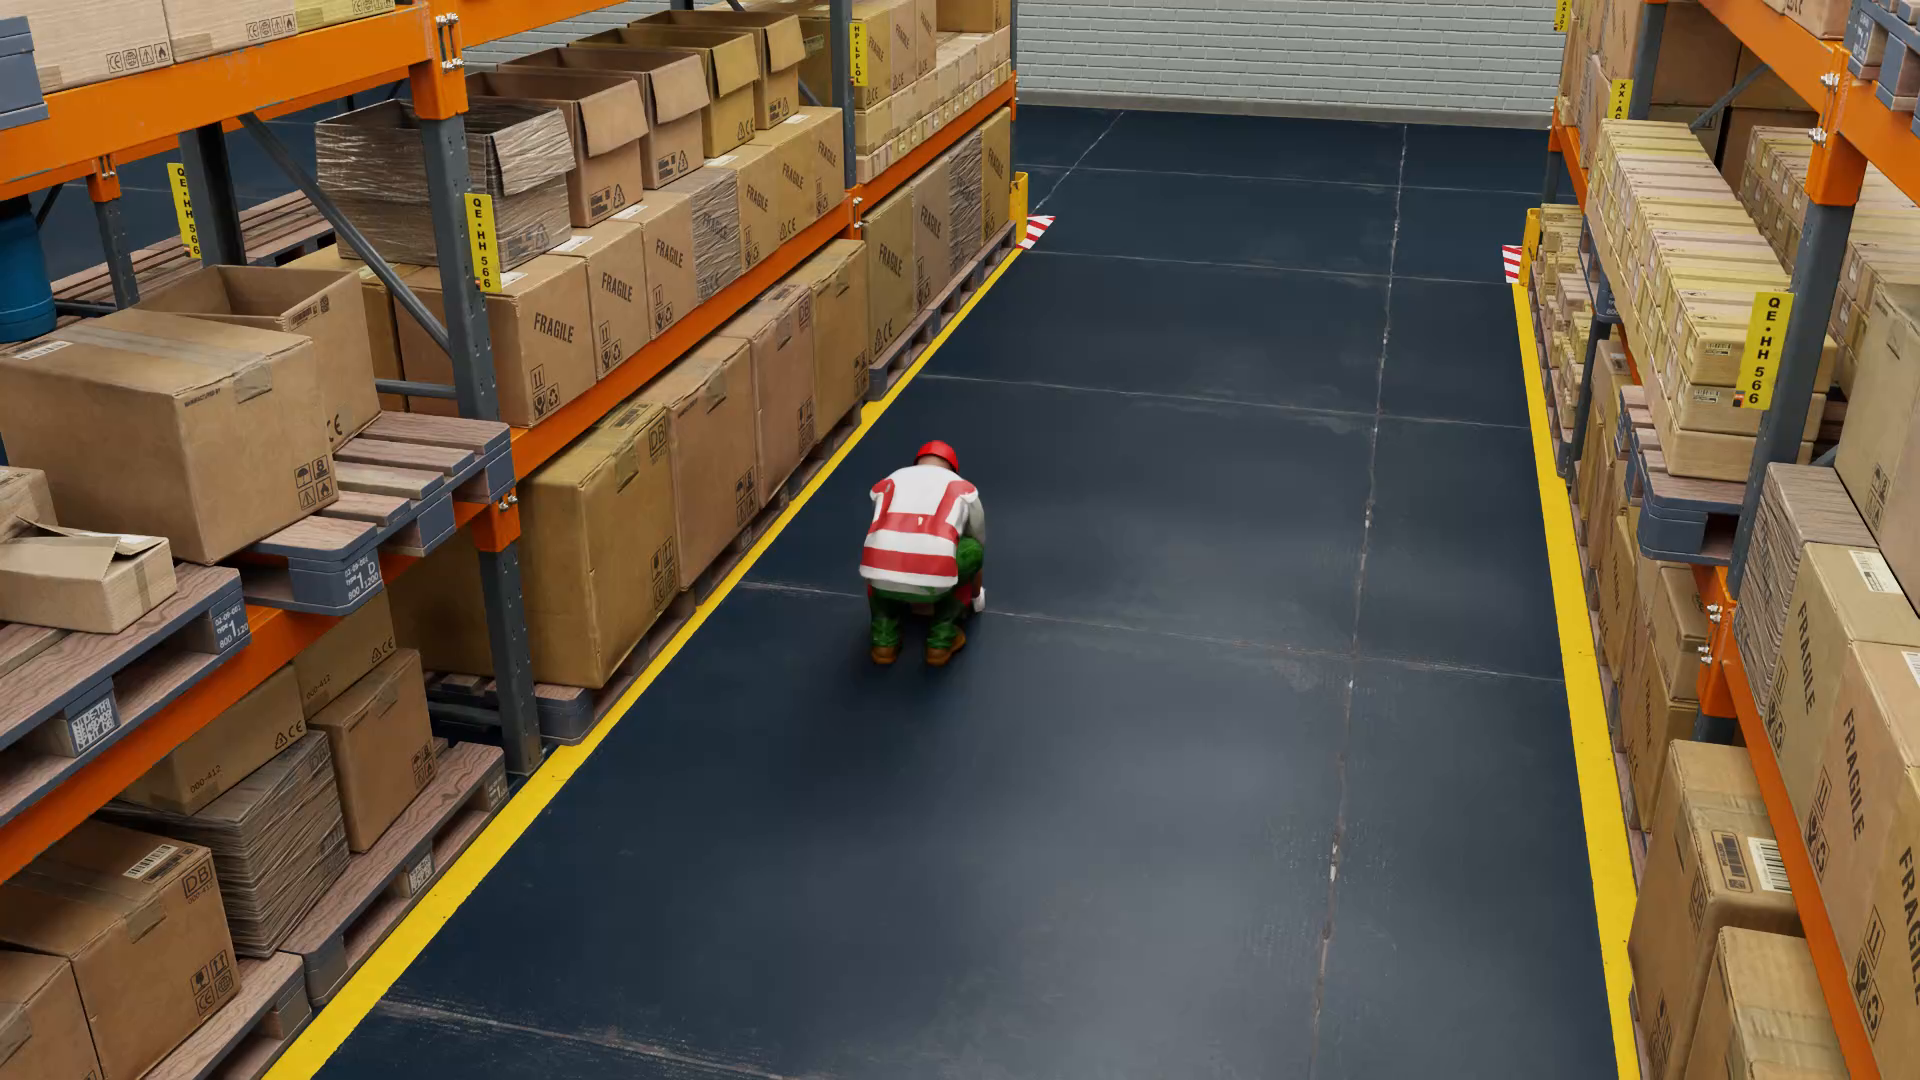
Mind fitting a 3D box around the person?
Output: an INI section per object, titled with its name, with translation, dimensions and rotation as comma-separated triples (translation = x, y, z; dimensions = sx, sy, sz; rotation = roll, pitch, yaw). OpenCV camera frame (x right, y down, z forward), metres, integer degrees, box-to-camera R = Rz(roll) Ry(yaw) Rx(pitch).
[person]
translation = -0.154, 0.091, 7.139
dimensions = 0.522, 0.809, 0.947
rotation = 6, 26, 12
